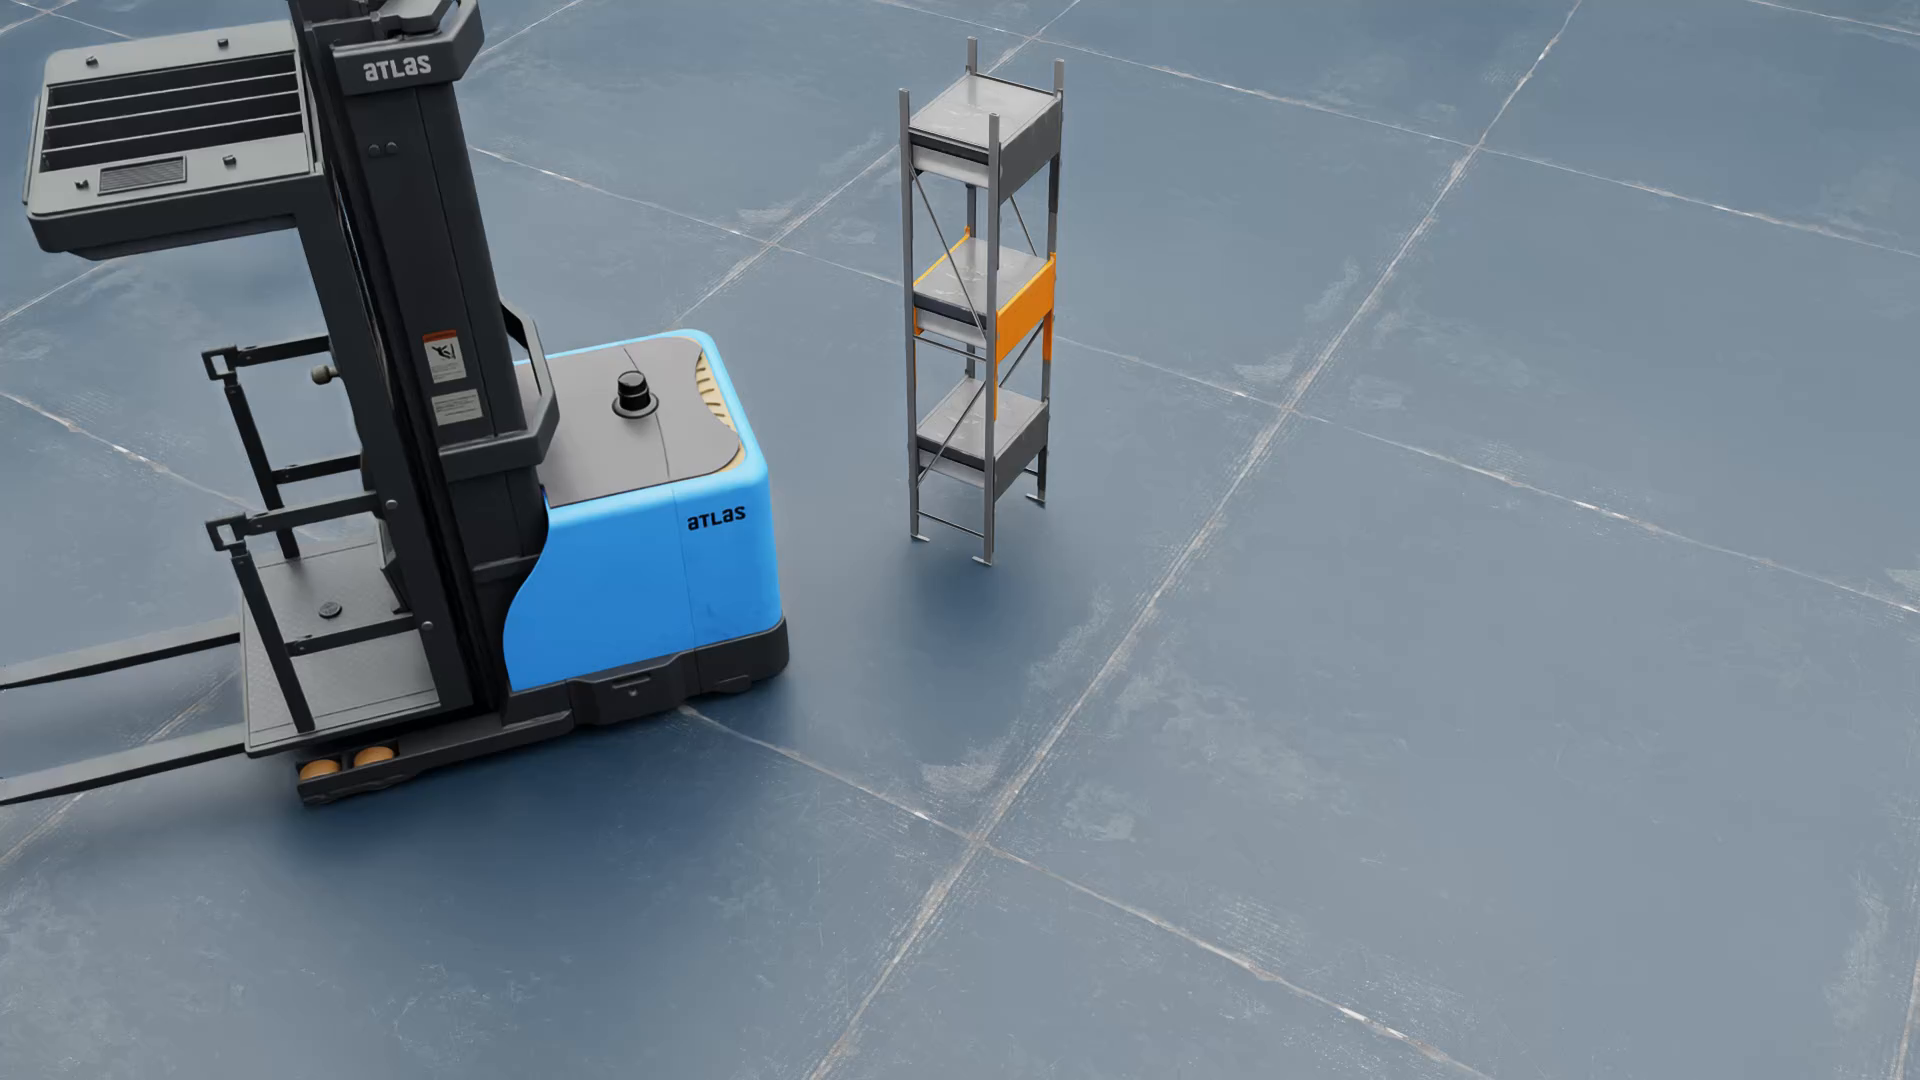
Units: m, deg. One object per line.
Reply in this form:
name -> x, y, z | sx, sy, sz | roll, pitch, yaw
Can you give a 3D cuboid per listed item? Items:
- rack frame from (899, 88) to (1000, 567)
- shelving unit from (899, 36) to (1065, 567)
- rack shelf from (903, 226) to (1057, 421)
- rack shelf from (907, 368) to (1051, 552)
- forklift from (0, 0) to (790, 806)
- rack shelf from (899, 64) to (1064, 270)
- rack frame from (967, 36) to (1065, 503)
rack frame -> -0.039, -0.743, 6.505 | 0.400, 2.100, 0.015 | 21, 45, 22
shelving unit -> 0.083, -0.883, 6.664 | 0.431, 2.100, 0.503 | 21, 45, 22
rack shelf -> 0.083, -0.872, 6.673 | 0.431, 0.518, 0.480 | 21, 45, 22
rack shelf -> 0.083, -0.347, 7.135 | 0.431, 0.518, 0.480 | 21, 45, 22
forklift -> -2.250, -0.522, 5.626 | 3.031, 2.935, 1.130 | -13, 43, -15
rack shelf -> 0.083, -1.398, 6.210 | 0.431, 0.518, 0.480 | 21, 45, 22
rack frame -> 0.205, -1.022, 6.822 | 0.400, 2.100, 0.015 | 21, 45, 22
